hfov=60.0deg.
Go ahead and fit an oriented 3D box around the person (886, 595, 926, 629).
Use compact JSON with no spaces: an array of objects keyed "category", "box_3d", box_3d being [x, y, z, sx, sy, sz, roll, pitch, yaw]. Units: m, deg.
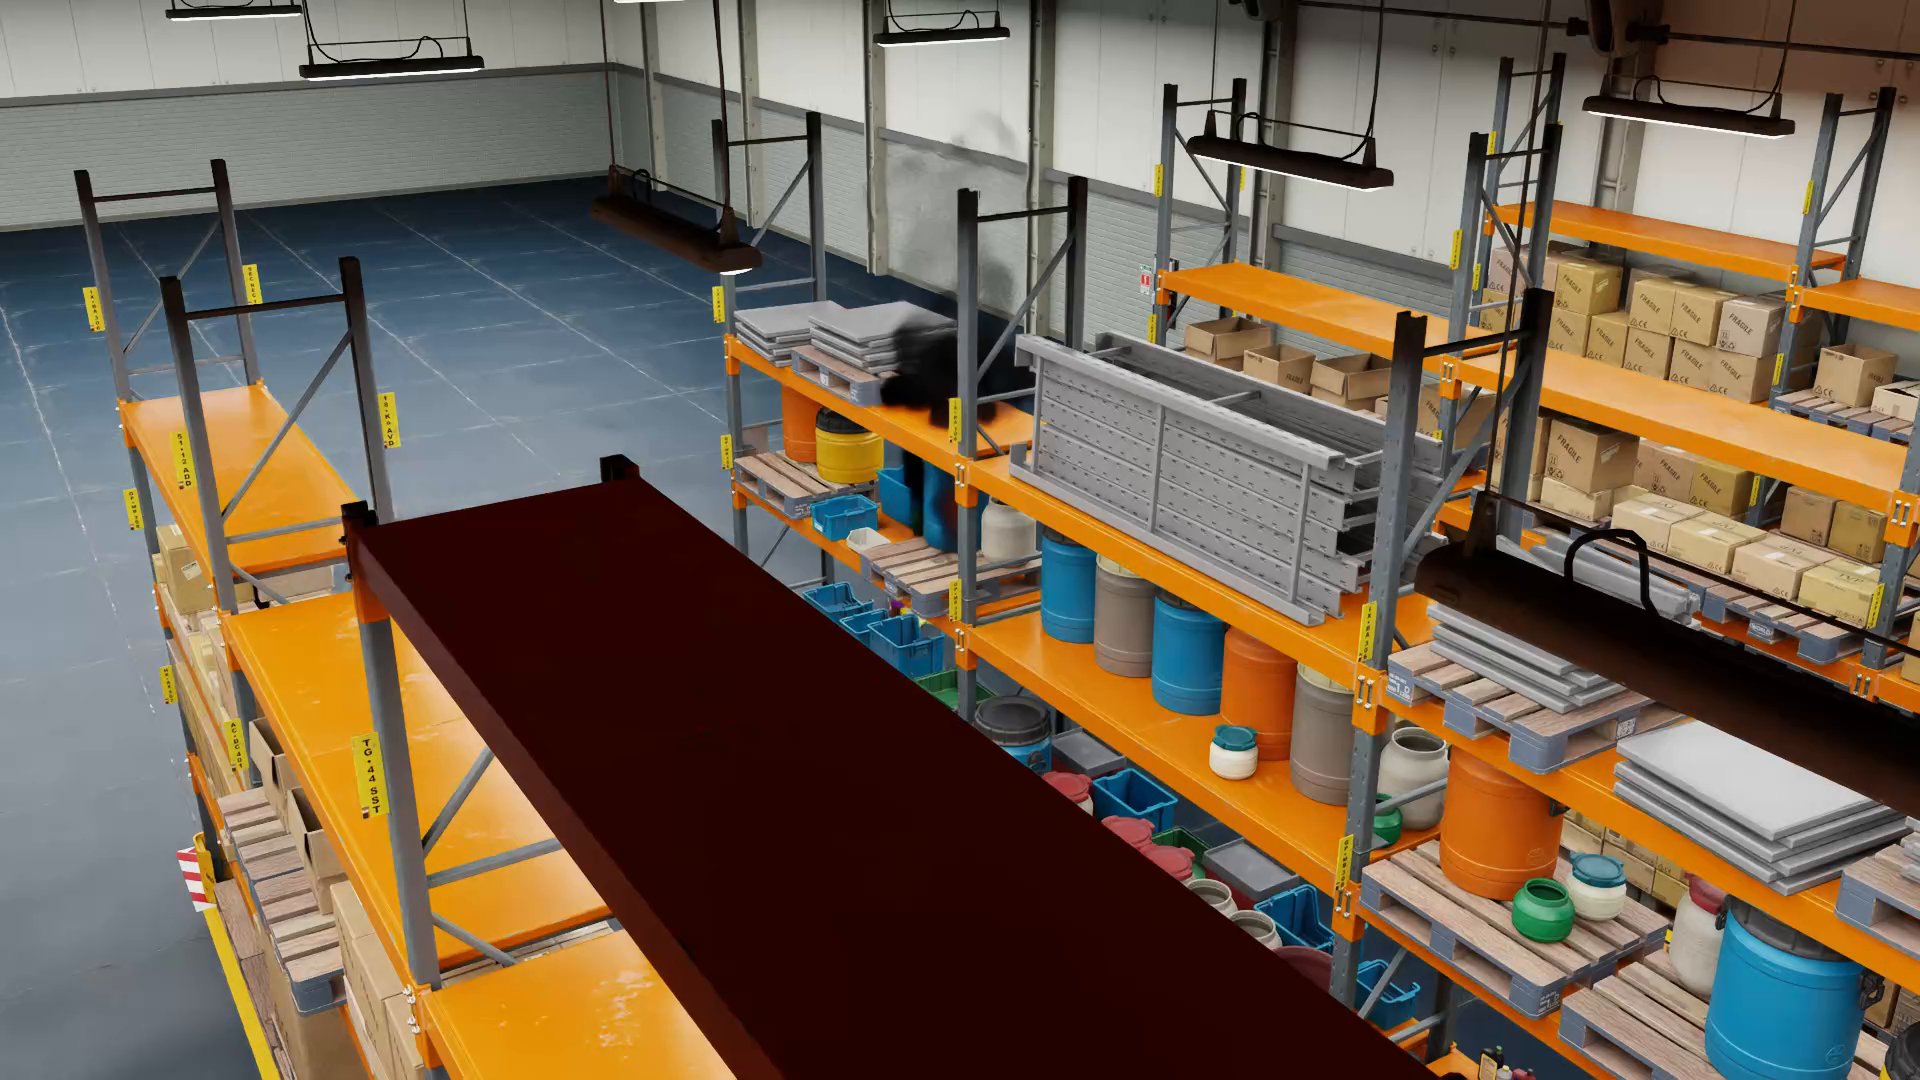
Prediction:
[{"category":"person","box_3d":[-0.488,0.837,17.049,0.750,1.734,0.740,15,26,33]}]
